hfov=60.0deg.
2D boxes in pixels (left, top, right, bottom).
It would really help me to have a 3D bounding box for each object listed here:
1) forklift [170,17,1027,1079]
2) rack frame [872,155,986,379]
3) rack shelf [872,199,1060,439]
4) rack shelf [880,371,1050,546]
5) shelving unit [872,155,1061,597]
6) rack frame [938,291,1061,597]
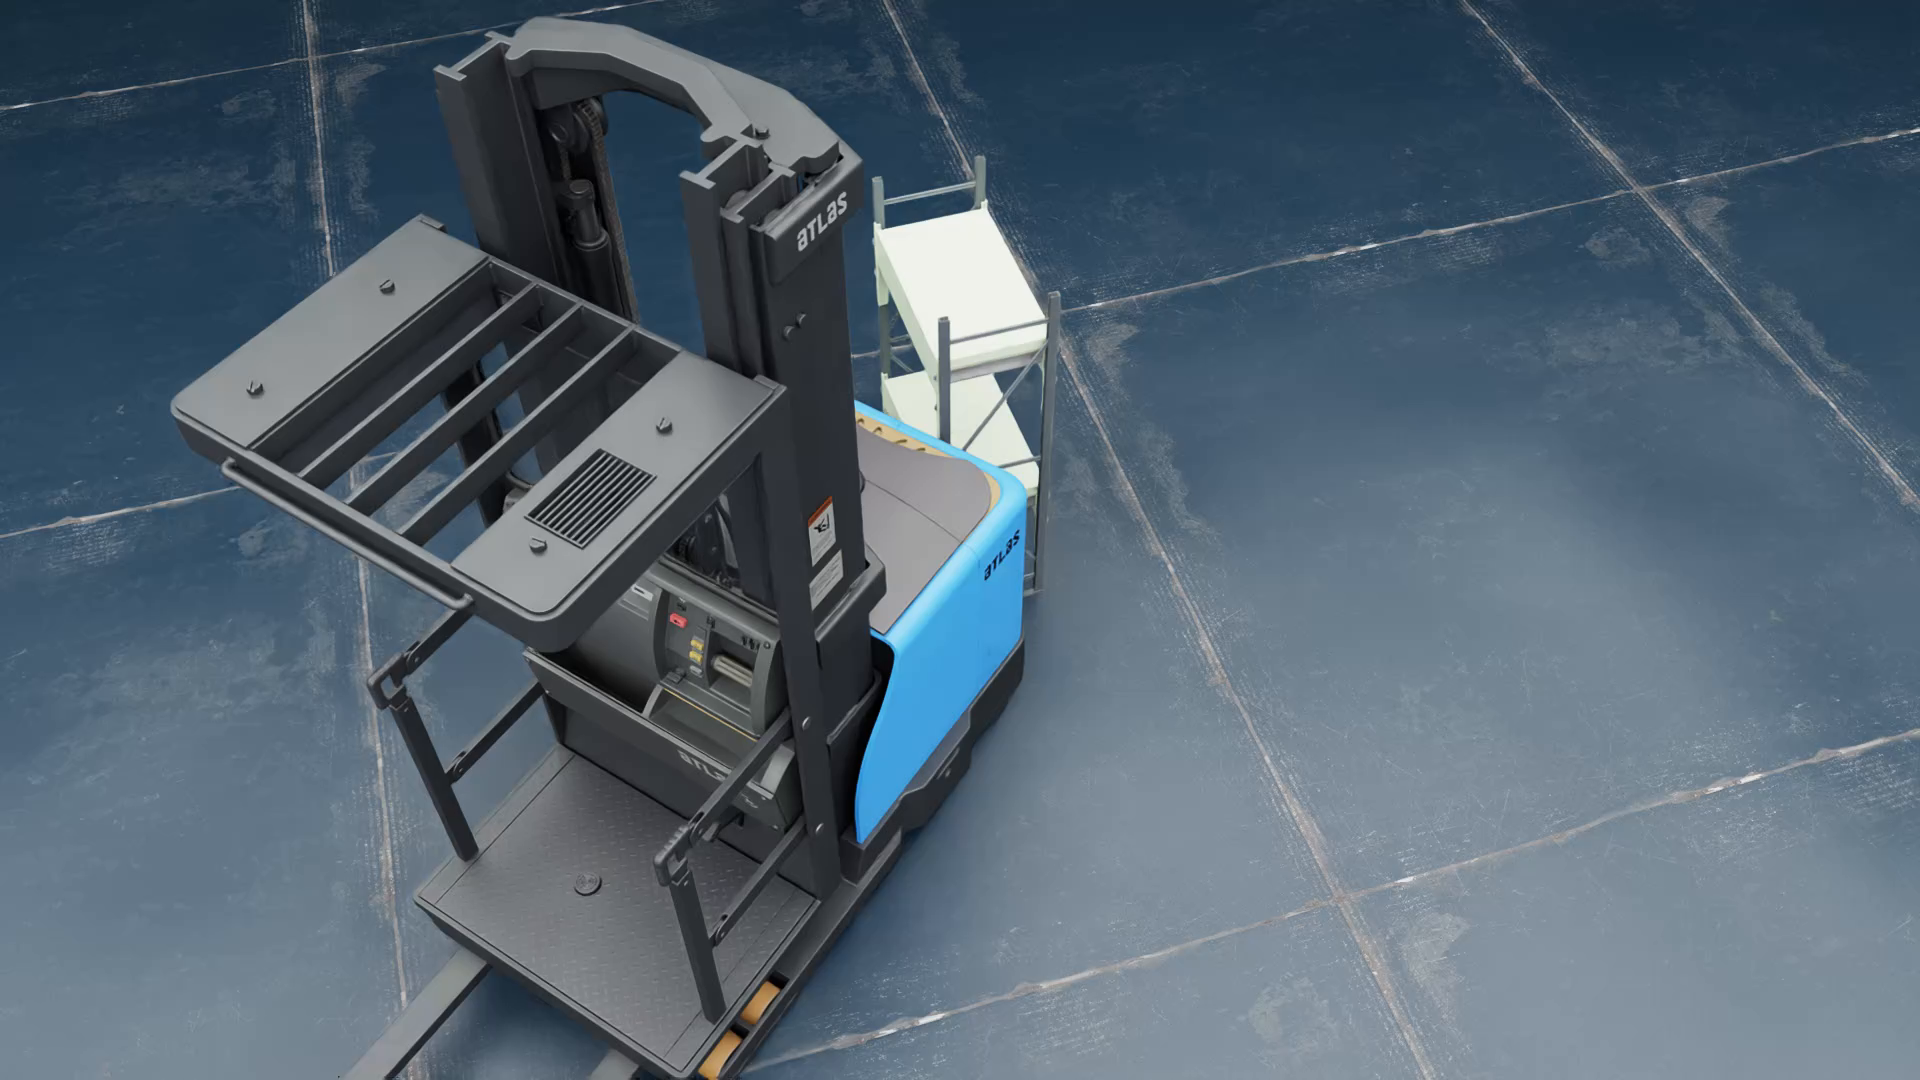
[{"bbox_3d":[-0.991,0.308,4.363,1.130,2.935,3.031,26,55,20],"label":"forklift"},{"bbox_3d":[-0.105,-0.777,6.214,0.400,1.500,0.023,-14,51,-12],"label":"rack frame"},{"bbox_3d":[0.009,-0.763,5.691,0.431,0.370,0.720,-14,51,-12],"label":"rack shelf"},{"bbox_3d":[0.009,-0.301,6.239,0.431,0.370,0.720,-14,51,-12],"label":"rack shelf"},{"bbox_3d":[0.009,-0.511,5.990,0.431,1.500,0.755,-14,51,-12],"label":"shelving unit"},{"bbox_3d":[0.124,-0.246,5.766,0.400,1.500,0.023,-14,51,-12],"label":"rack frame"}]
